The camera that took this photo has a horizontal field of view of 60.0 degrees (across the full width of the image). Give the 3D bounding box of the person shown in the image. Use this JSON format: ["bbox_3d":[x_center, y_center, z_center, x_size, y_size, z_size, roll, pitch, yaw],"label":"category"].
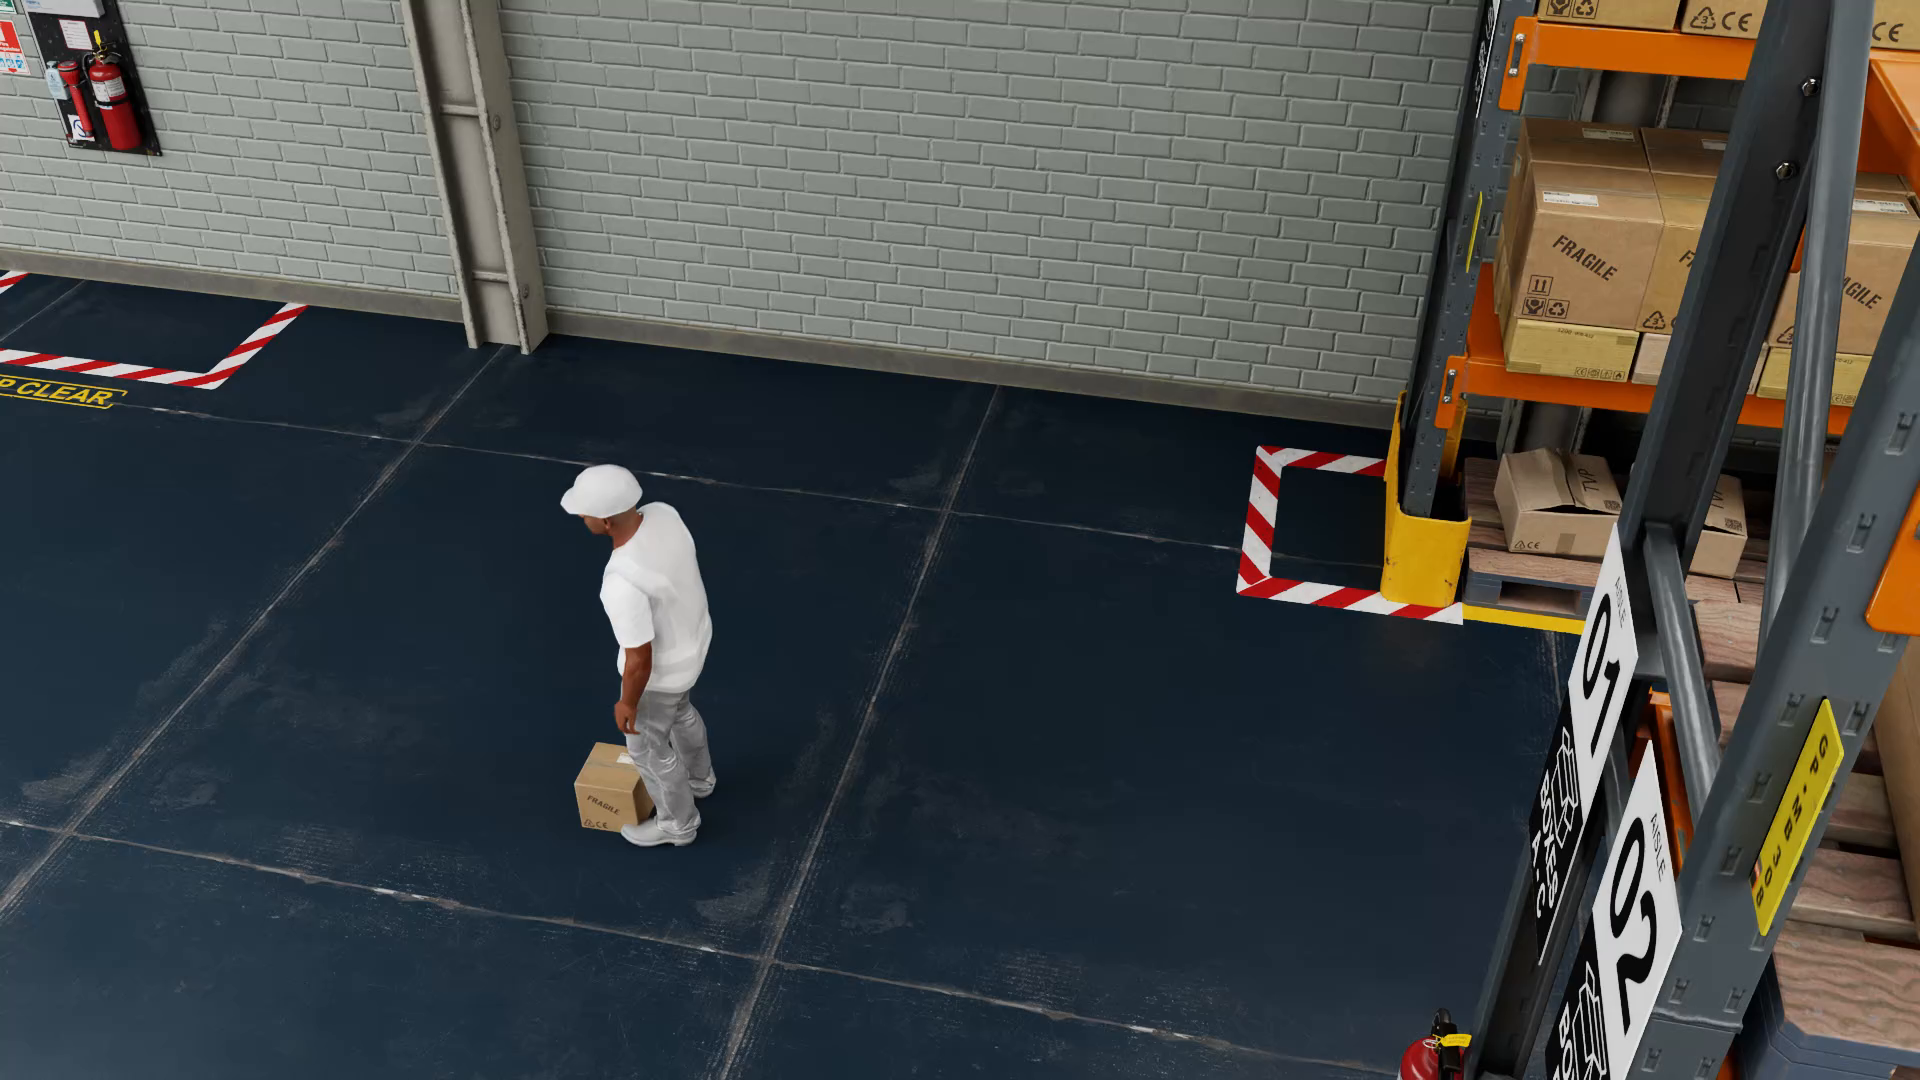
[{"bbox_3d":[-1.183,0.442,6.350,0.461,1.759,0.631,5,37,7],"label":"person"}]
